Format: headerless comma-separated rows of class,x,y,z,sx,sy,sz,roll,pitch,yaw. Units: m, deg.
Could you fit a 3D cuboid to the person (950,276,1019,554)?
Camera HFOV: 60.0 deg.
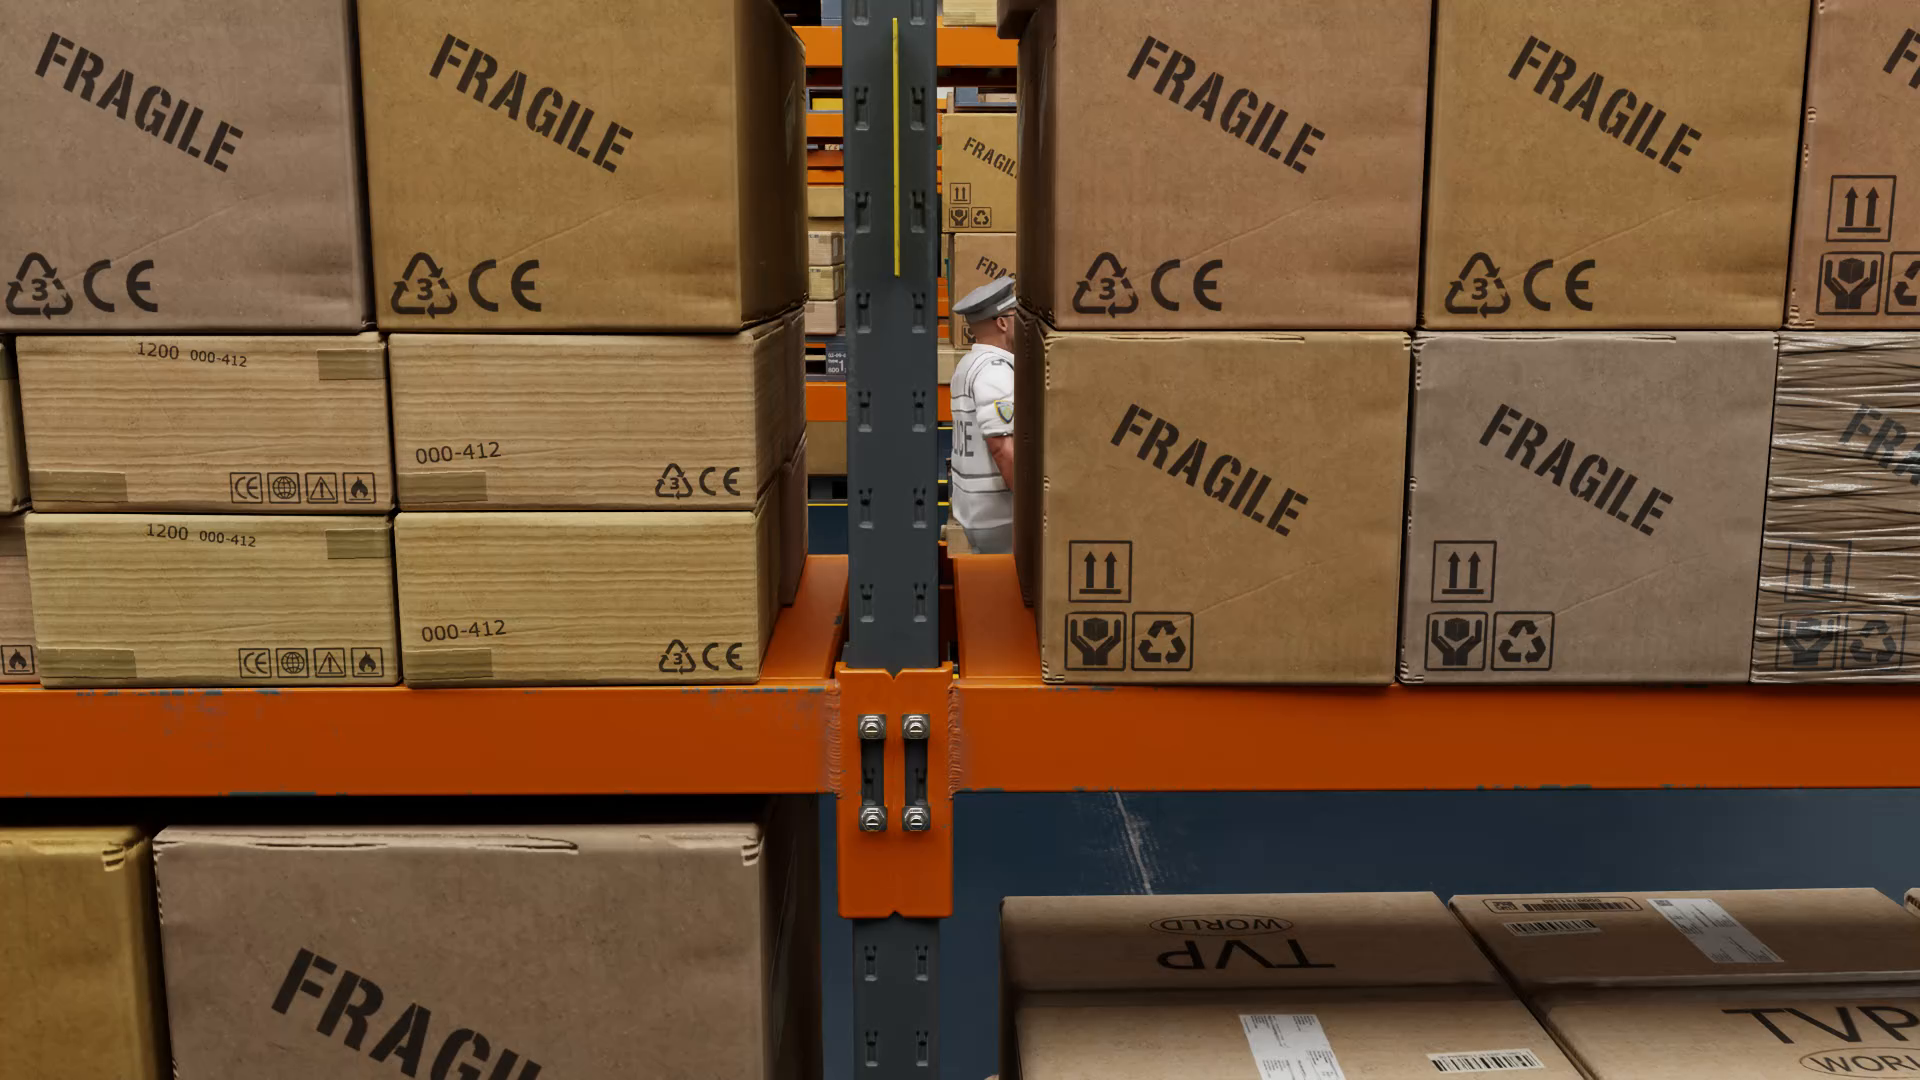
person,0.260,-0.099,6.309,0.573,1.780,0.642,-3,11,-14
